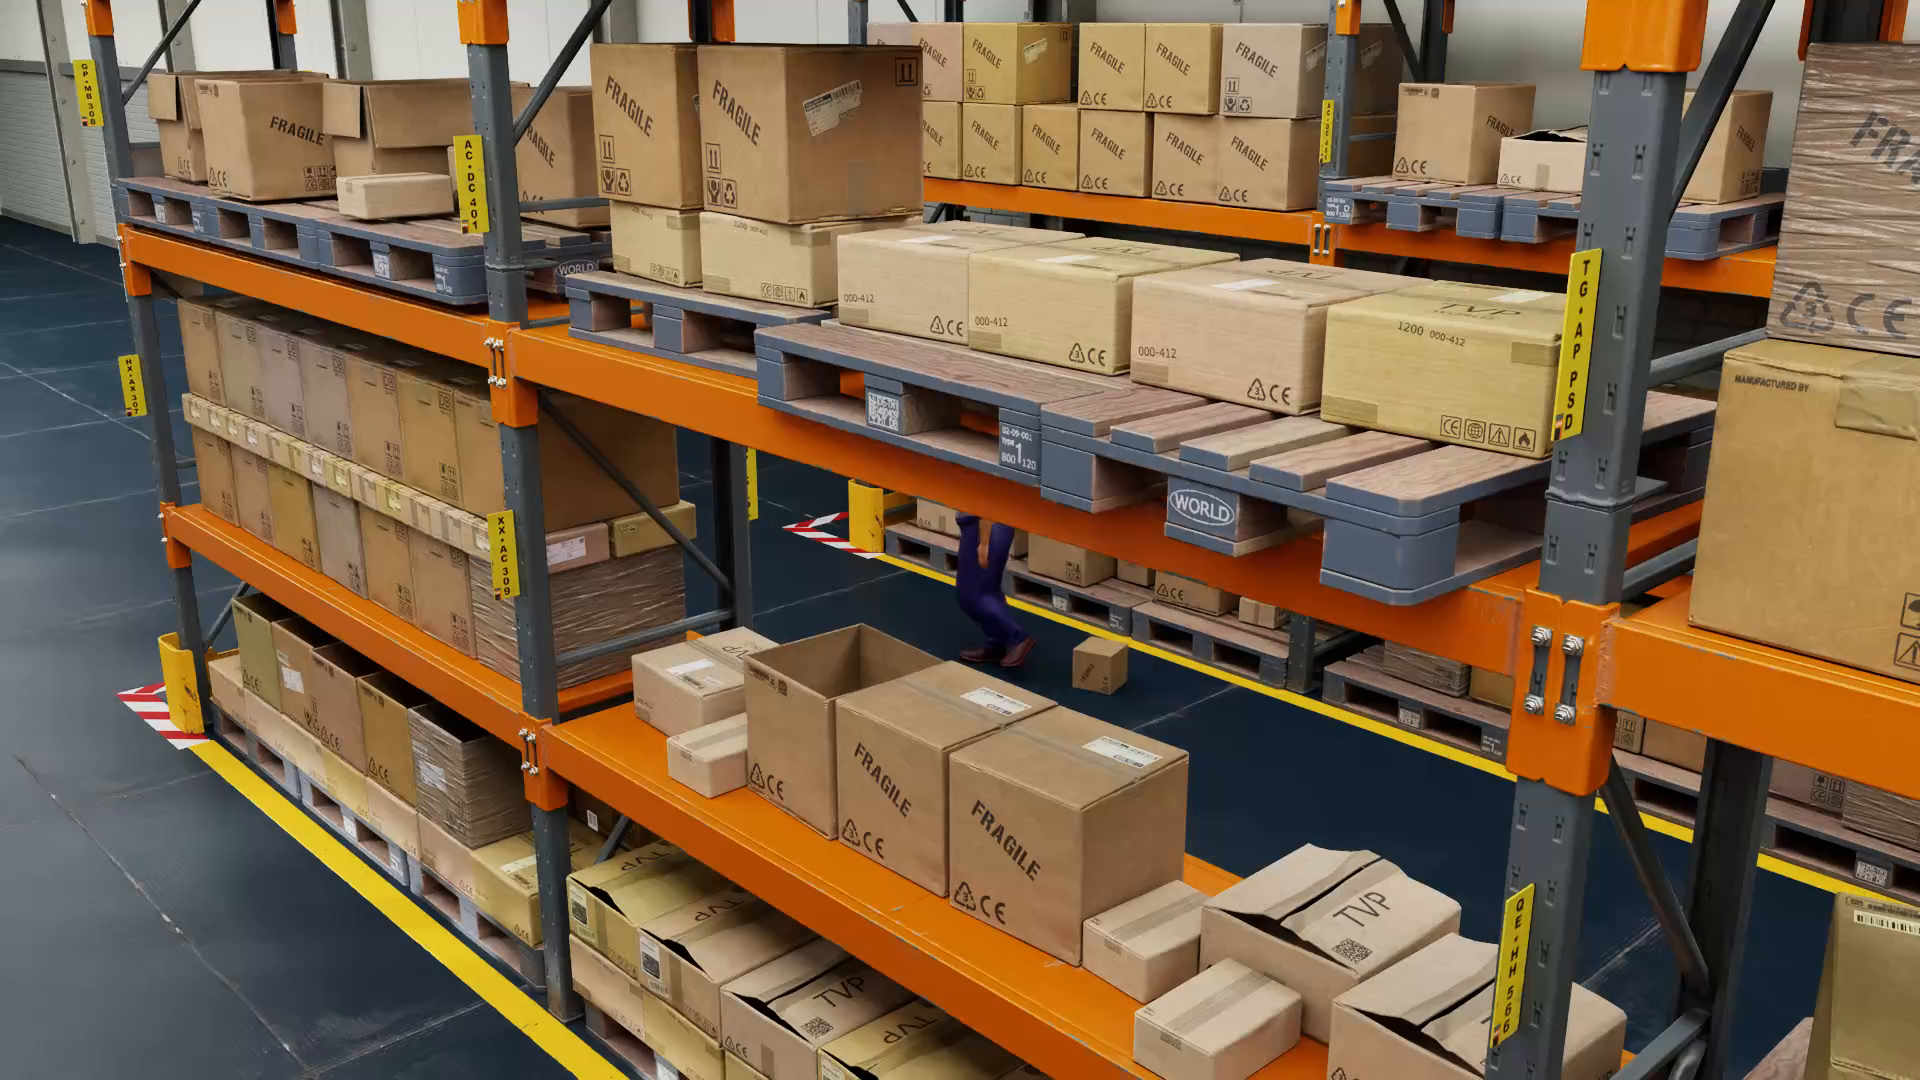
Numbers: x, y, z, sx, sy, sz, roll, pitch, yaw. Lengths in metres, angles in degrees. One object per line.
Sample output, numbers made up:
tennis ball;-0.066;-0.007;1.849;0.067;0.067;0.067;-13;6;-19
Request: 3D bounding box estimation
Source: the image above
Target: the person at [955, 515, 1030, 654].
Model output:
person;0.213;-0.047;10.118;0.480;1.578;0.524;3;18;9
